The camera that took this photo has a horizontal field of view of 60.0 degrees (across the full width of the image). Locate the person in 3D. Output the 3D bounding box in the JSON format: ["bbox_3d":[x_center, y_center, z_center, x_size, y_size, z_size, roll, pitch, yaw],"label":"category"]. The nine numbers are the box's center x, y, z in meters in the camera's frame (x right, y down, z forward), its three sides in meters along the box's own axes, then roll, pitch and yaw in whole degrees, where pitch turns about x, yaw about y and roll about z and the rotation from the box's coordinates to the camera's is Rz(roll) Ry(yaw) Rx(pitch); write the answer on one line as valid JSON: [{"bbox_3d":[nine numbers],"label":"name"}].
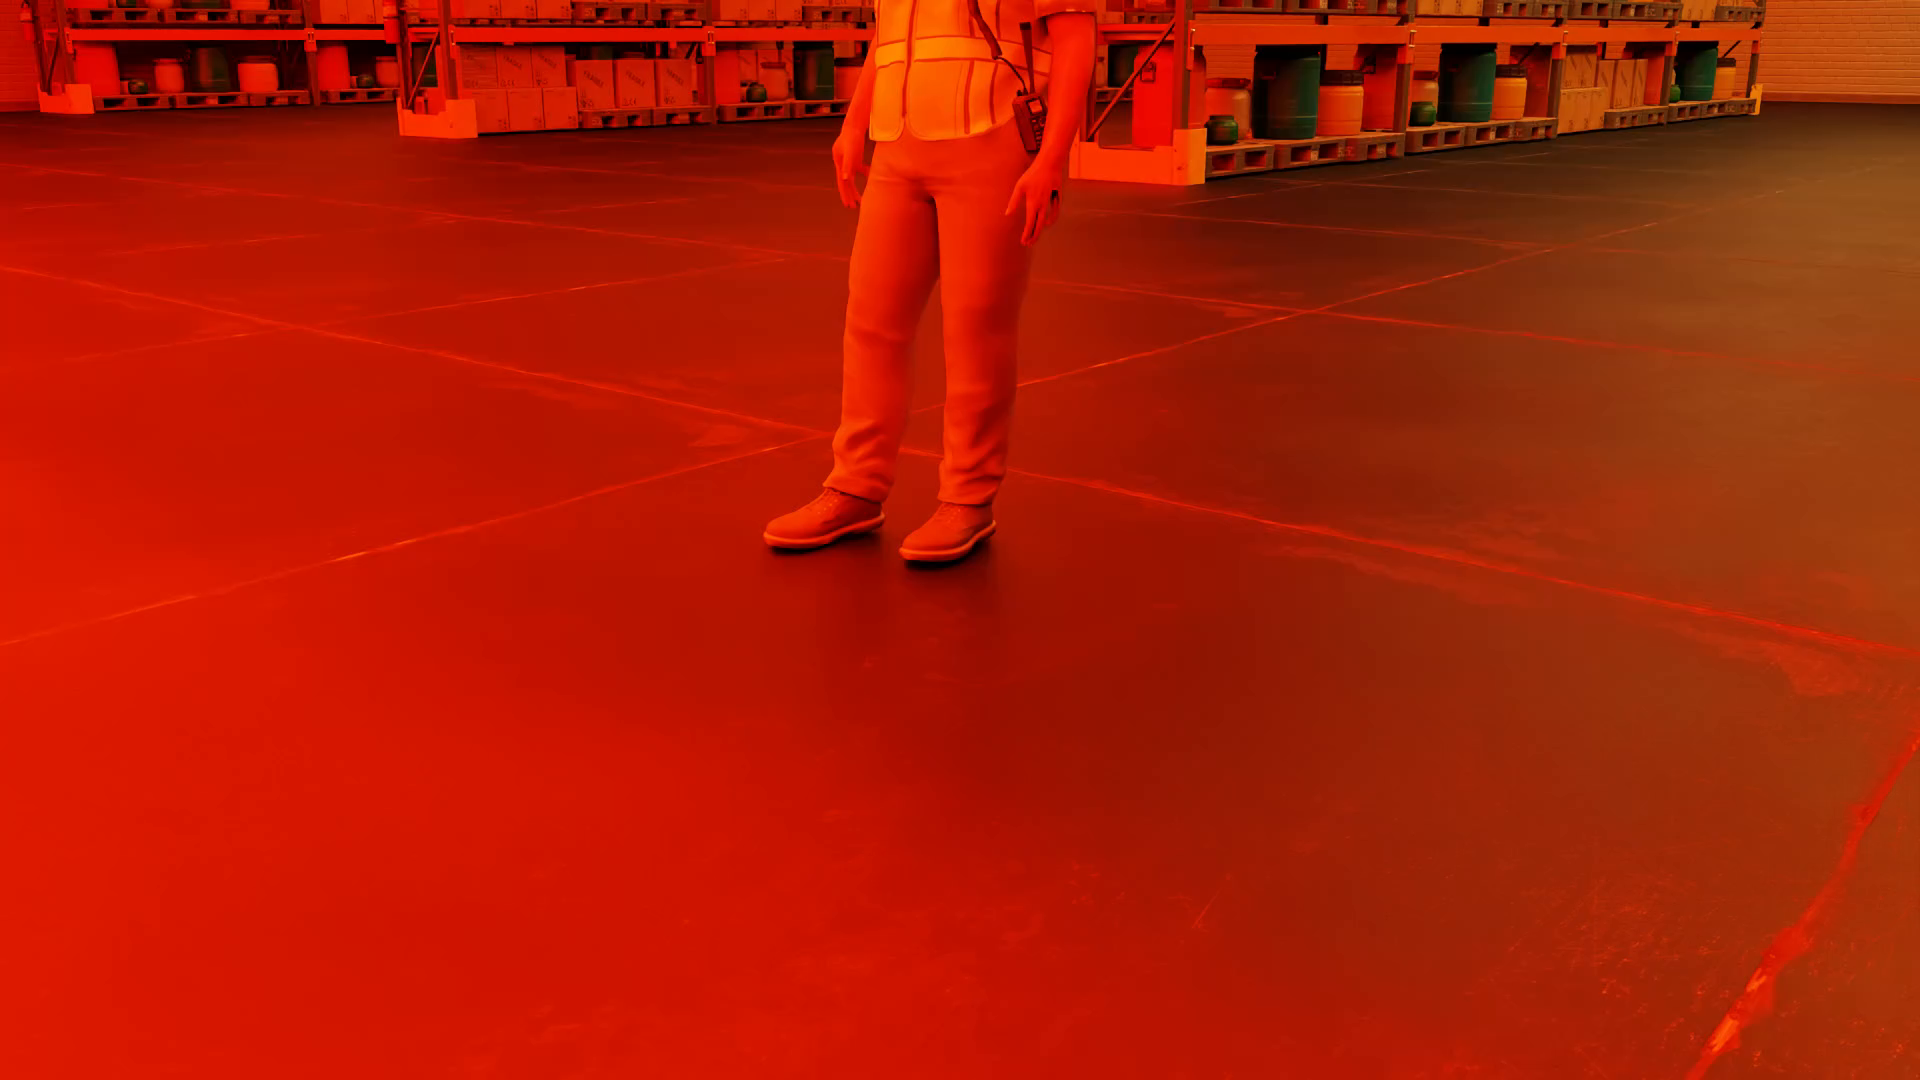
[{"bbox_3d":[-0.059,-0.844,3.631,0.640,1.781,0.575,13,21,37],"label":"person"}]
